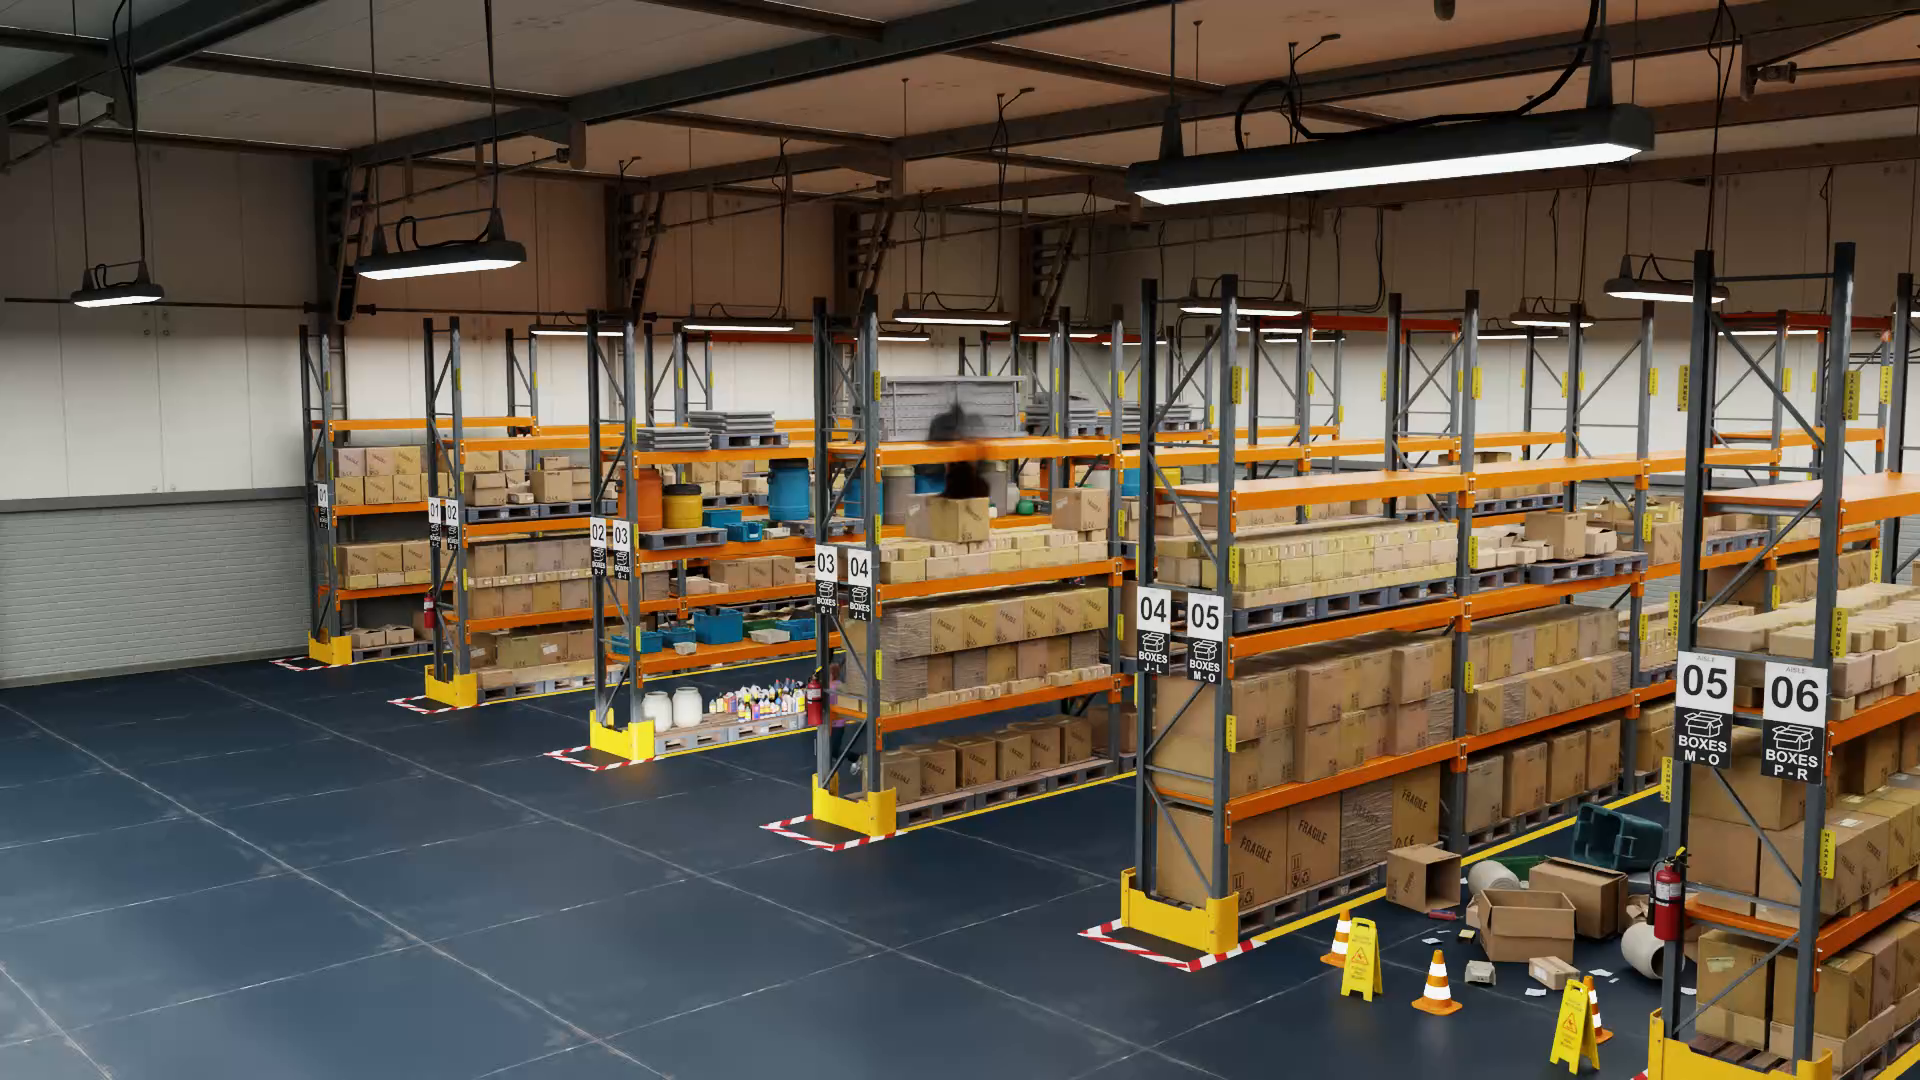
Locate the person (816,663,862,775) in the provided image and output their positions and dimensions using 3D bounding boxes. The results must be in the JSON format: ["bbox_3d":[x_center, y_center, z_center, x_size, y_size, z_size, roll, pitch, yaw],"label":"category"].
[{"bbox_3d":[-1.548,2.296,20.715,0.738,1.571,0.568,-6,8,-45],"label":"person"}]

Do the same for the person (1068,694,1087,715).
[{"bbox_3d":[1.663,1.750,24.754,0.654,1.783,0.988,4,7,33],"label":"person"}]
